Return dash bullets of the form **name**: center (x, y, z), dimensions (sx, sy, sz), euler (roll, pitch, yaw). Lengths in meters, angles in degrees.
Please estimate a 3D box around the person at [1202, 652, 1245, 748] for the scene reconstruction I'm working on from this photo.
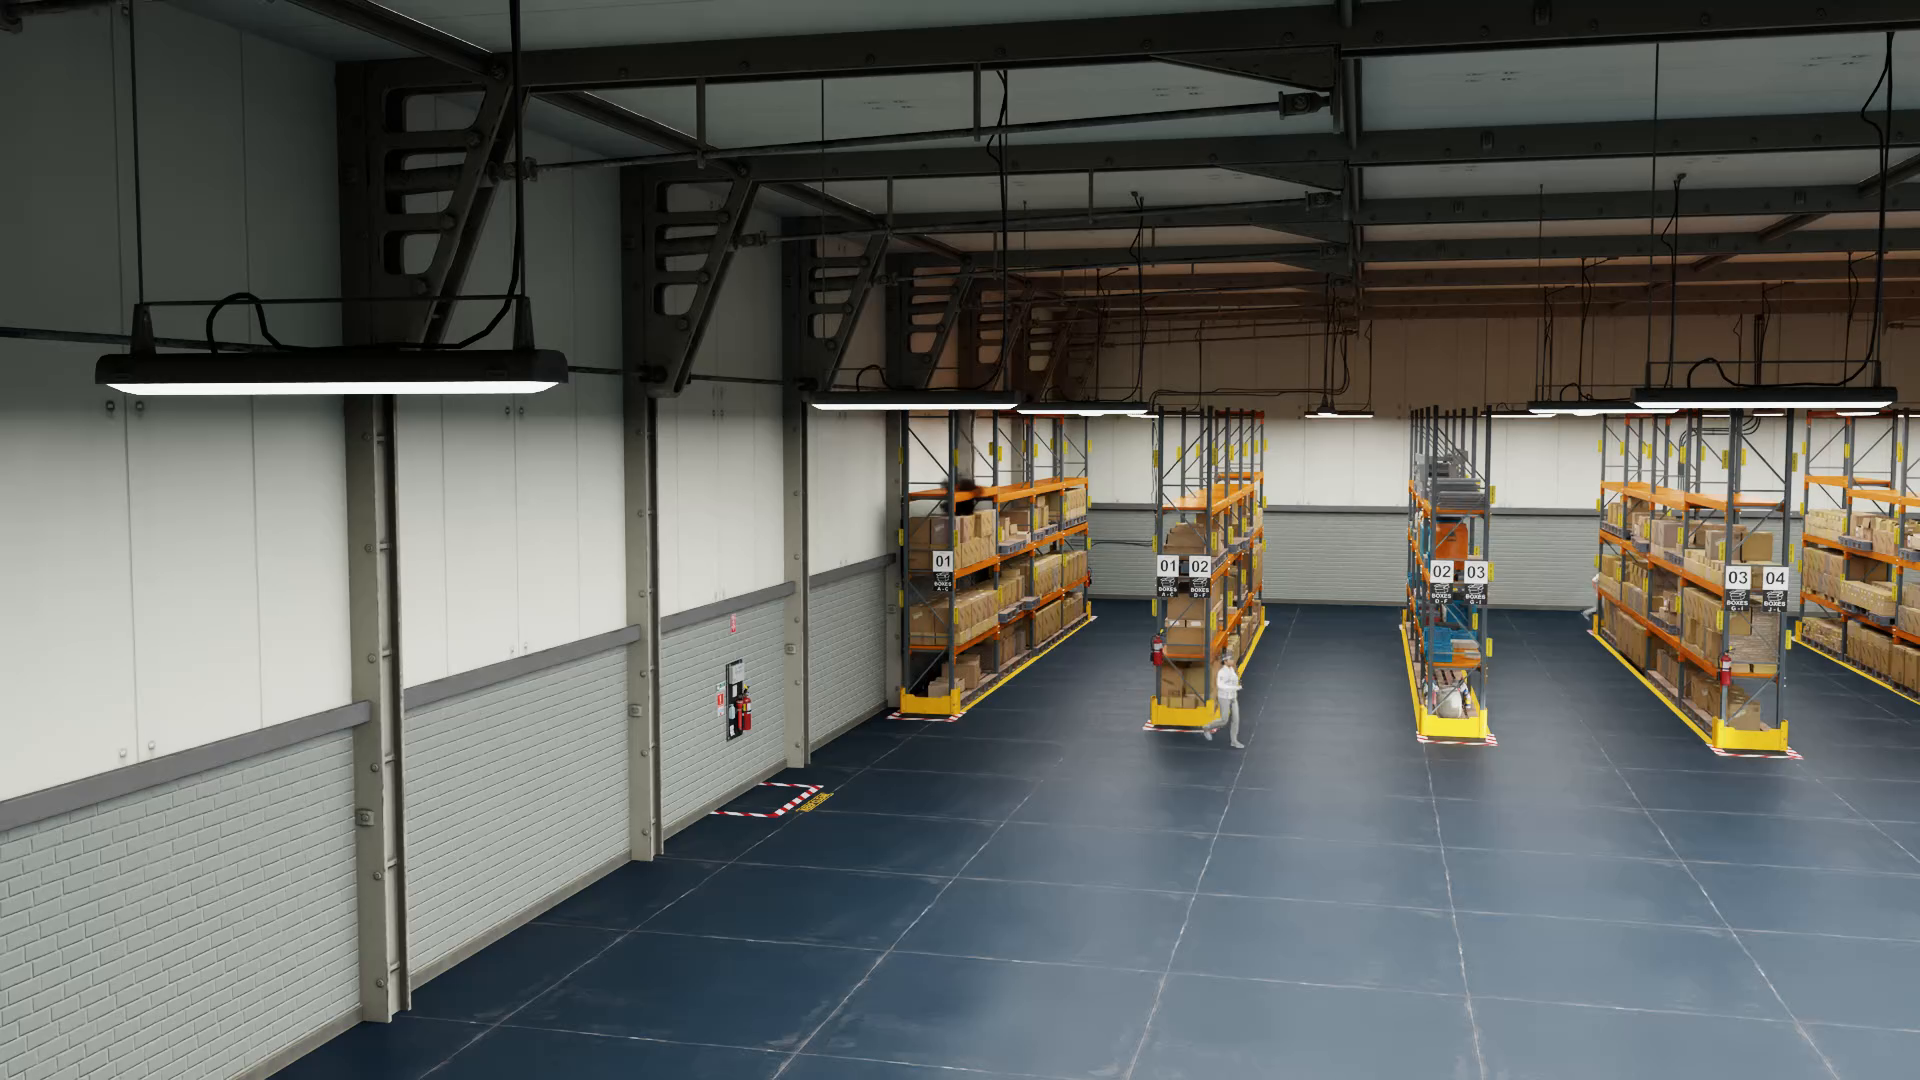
- **person**: center (4.654, 2.781, 29.180), dimensions (0.813, 1.676, 0.623), euler (3, 5, 40)

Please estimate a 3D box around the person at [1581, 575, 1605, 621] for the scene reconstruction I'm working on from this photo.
- **person**: center (17.799, 1.550, 46.058), dimensions (1.143, 1.801, 0.629), euler (3, 5, 34)

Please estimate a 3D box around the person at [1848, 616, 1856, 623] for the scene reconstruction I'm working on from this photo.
- **person**: center (23.448, 1.755, 44.062), dimensions (0.641, 1.604, 0.859), euler (-3, 5, -34)
